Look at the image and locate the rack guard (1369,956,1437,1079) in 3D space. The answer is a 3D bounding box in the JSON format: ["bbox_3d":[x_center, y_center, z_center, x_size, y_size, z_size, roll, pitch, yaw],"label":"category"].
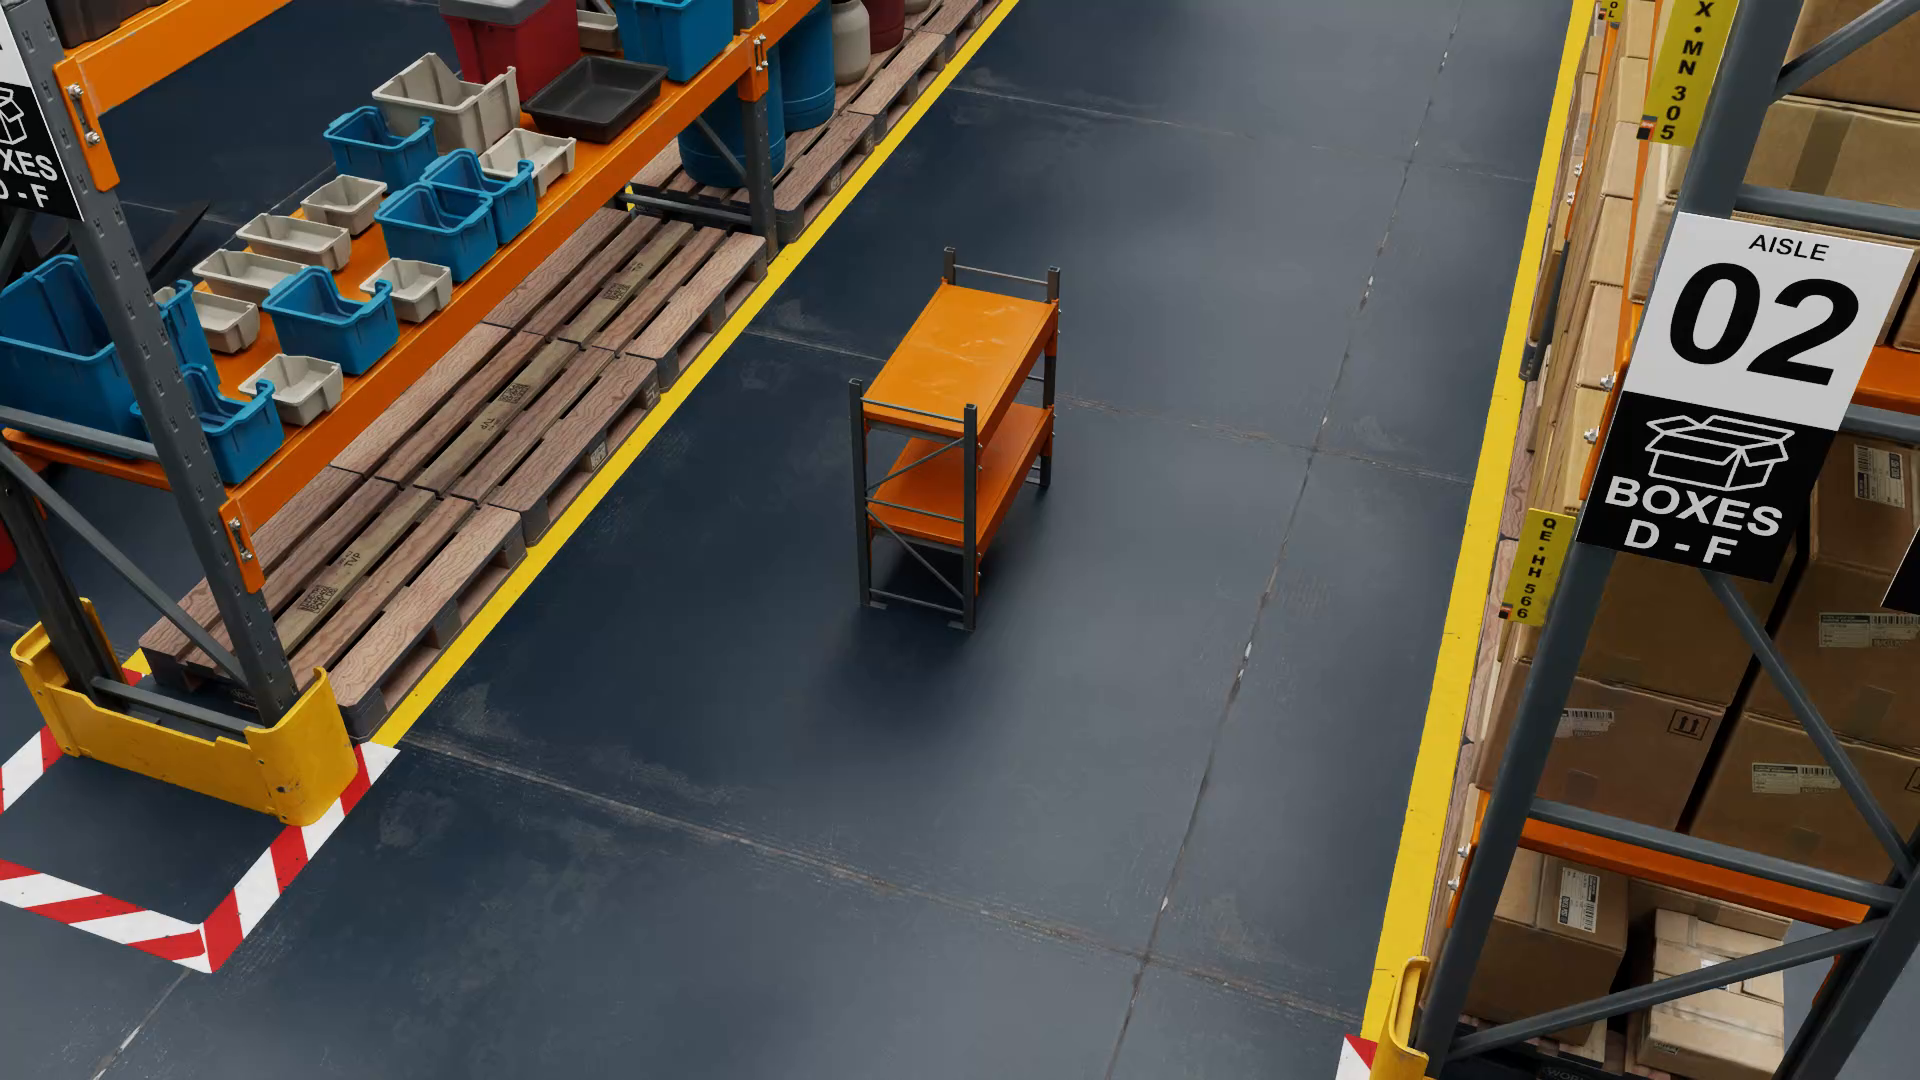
[{"bbox_3d":[1.831,1.666,4.912,1.175,0.500,0.348,13,42,15],"label":"rack guard"}]

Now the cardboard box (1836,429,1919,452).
[{"bbox_3d":[2.377,-0.189,4.314,0.500,0.500,0.500,14,42,16],"label":"cardboard box"}]

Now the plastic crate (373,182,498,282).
[{"bbox_3d":[-2.004,-1.180,6.404,0.416,0.233,0.300,13,42,15],"label":"plastic crate"}]

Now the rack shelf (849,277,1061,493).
[{"bbox_3d":[-0.002,-0.646,6.690,0.538,0.278,1.000,13,42,15],"label":"rack shelf"}]

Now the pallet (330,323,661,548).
[{"bbox_3d":[-2.111,-0.515,7.691,1.003,0.211,1.213,13,42,15],"label":"pallet"}]

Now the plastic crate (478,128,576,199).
[{"bbox_3d":[-1.793,-1.573,6.940,0.293,0.136,0.466,13,42,15],"label":"plastic crate"}]

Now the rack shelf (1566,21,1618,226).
[{"bbox_3d":[3.857,-2.624,8.569,1.077,0.370,4.000,13,42,15],"label":"rack shelf"}]

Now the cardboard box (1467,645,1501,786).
[{"bbox_3d":[2.113,0.681,5.920,0.500,0.250,0.500,13,42,15],"label":"cardboard box"}]

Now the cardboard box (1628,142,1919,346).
[{"bbox_3d":[1.733,-0.694,3.557,0.500,0.250,0.500,13,42,15],"label":"cardboard box"}]

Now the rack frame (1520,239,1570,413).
[{"bbox_3d":[3.173,-1.678,6.906,1.000,3.000,0.127,13,42,15],"label":"rack frame"}]

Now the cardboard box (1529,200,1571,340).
[{"bbox_3d":[3.073,-1.259,8.002,0.500,0.500,0.500,13,42,15],"label":"cardboard box"}]

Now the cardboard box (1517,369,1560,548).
[{"bbox_3d":[2.053,-0.230,5.132,0.500,0.500,0.500,14,42,15],"label":"cardboard box"}]

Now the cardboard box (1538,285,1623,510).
[{"bbox_3d":[1.871,-0.298,4.440,0.500,0.500,0.500,14,43,16],"label":"cardboard box"}]

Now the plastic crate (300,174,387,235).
[{"bbox_3d":[-2.471,-1.334,6.659,0.298,0.136,0.250,13,42,15],"label":"plastic crate"}]

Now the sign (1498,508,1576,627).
[{"bbox_3d":[1.291,0.066,3.727,0.100,0.325,0.005,13,42,15],"label":"sign"}]

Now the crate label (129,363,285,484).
[{"bbox_3d":[-2.454,-0.377,5.463,0.416,0.233,0.303,13,42,15],"label":"crate label"}]

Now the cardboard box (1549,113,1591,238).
[{"bbox_3d":[3.421,-1.864,8.711,0.500,0.500,0.500,14,42,16],"label":"cardboard box"}]

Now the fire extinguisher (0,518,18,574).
[{"bbox_3d":[-3.327,-0.178,5.494,0.296,0.674,0.183,13,42,15],"label":"fire extinguisher"}]

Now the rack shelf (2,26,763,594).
[{"bbox_3d":[-2.164,-1.286,7.001,1.077,0.370,4.000,13,42,15],"label":"rack shelf"}]

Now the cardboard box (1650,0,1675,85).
[{"bbox_3d":[2.073,-1.305,4.273,0.500,0.250,0.500,13,42,15],"label":"cardboard box"}]

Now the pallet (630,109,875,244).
[{"bbox_3d":[-1.177,-2.180,9.643,1.003,0.211,1.213,13,42,15],"label":"pallet"}]

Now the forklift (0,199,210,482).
[{"bbox_3d":[-4.578,-1.848,7.158,1.130,2.935,3.031,4,41,4],"label":"forklift"}]

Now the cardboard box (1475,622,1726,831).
[{"bbox_3d":[1.703,0.390,4.405,0.500,0.500,0.500,15,43,16],"label":"cardboard box"}]

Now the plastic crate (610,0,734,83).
[{"bbox_3d":[-1.319,-2.436,7.760,0.392,0.384,0.575,13,42,15],"label":"plastic crate"}]

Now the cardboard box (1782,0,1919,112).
[{"bbox_3d":[1.966,-1.115,3.087,0.700,0.500,0.500,13,42,15],"label":"cardboard box"}]

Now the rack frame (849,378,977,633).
[{"bbox_3d":[-0.176,-0.114,6.517,0.500,1.125,0.032,13,42,15],"label":"rack frame"}]

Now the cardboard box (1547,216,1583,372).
[{"bbox_3d":[2.398,-0.848,5.856,0.500,0.500,0.500,13,42,15],"label":"cardboard box"}]

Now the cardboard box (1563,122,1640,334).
[{"bbox_3d":[2.220,-0.928,5.179,0.500,0.500,0.500,15,43,16],"label":"cardboard box"}]

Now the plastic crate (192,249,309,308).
[{"bbox_3d":[-2.627,-0.974,6.237,0.396,0.136,0.243,13,42,15],"label":"plastic crate"}]

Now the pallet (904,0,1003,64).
[{"bbox_3d":[-0.343,-3.668,11.387,1.003,0.211,1.213,13,42,15],"label":"pallet"}]

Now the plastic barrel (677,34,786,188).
[{"bbox_3d":[-1.278,-2.469,9.126,0.600,0.901,0.708,13,42,15],"label":"plastic barrel"}]

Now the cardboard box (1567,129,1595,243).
[{"bbox_3d":[2.743,-1.466,6.580,0.500,0.500,0.500,14,43,16],"label":"cardboard box"}]

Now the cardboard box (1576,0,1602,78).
[{"bbox_3d":[4.117,-3.120,10.183,0.500,0.500,0.500,15,43,17],"label":"cardboard box"}]

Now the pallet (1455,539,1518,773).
[{"bbox_3d":[2.522,0.548,6.445,1.003,0.211,1.213,13,42,15],"label":"pallet"}]

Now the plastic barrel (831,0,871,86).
[{"bbox_3d":[-0.759,-3.078,10.139,0.421,0.512,0.421,0,40,0],"label":"plastic barrel"}]

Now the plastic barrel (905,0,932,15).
[{"bbox_3d":[-0.373,-3.766,10.947,0.421,0.512,0.421,0,40,0],"label":"plastic barrel"}]

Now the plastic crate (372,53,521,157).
[{"bbox_3d":[-2.175,-1.867,7.172,0.437,0.282,0.530,13,42,15],"label":"plastic crate"}]

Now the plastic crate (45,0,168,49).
[{"bbox_3d":[-2.454,-1.604,4.609,0.497,0.269,0.590,13,42,15],"label":"plastic crate"}]

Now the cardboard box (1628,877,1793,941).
[{"bbox_3d":[2.429,1.067,5.468,0.500,0.250,0.500,13,42,15],"label":"cardboard box"}]

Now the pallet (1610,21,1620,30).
[{"bbox_3d":[3.880,-2.858,8.436,1.003,0.211,1.213,13,42,15],"label":"pallet"}]

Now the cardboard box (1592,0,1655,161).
[{"bbox_3d":[2.572,-1.557,5.916,0.500,0.500,0.500,12,42,14],"label":"cardboard box"}]

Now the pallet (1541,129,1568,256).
[{"bbox_3d":[3.831,-1.868,9.277,1.003,0.211,1.213,13,42,15],"label":"pallet"}]

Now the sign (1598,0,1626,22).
[{"bbox_3d":[2.650,-2.240,6.672,0.100,0.325,0.005,13,42,15],"label":"sign"}]

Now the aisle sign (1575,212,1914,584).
[{"bbox_3d":[1.494,-0.254,3.233,0.394,0.787,0.004,13,42,15],"label":"aisle sign"}]

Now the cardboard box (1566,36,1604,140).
[{"bbox_3d":[3.767,-2.495,9.450,0.500,0.500,0.500,13,42,15],"label":"cardboard box"}]

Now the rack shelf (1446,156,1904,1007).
[{"bbox_3d":[2.489,-0.185,5.709,1.077,0.370,4.000,13,42,15],"label":"rack shelf"}]

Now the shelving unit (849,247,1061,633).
[{"bbox_3d":[-0.002,-0.424,6.880,0.538,1.125,1.048,13,42,15],"label":"shelving unit"}]

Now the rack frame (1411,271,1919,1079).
[{"bbox_3d":[1.805,0.762,4.046,1.000,3.000,0.127,13,42,15],"label":"rack frame"}]

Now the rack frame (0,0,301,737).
[{"bbox_3d":[-2.848,-0.340,5.337,1.000,3.000,0.127,13,42,15],"label":"rack frame"}]

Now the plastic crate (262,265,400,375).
[{"bbox_3d":[-2.229,-0.778,5.934,0.416,0.233,0.300,13,42,15],"label":"plastic crate"}]

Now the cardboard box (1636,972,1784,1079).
[{"bbox_3d":[2.272,1.500,5.039,0.380,0.149,0.250,13,42,15],"label":"cardboard box"}]
